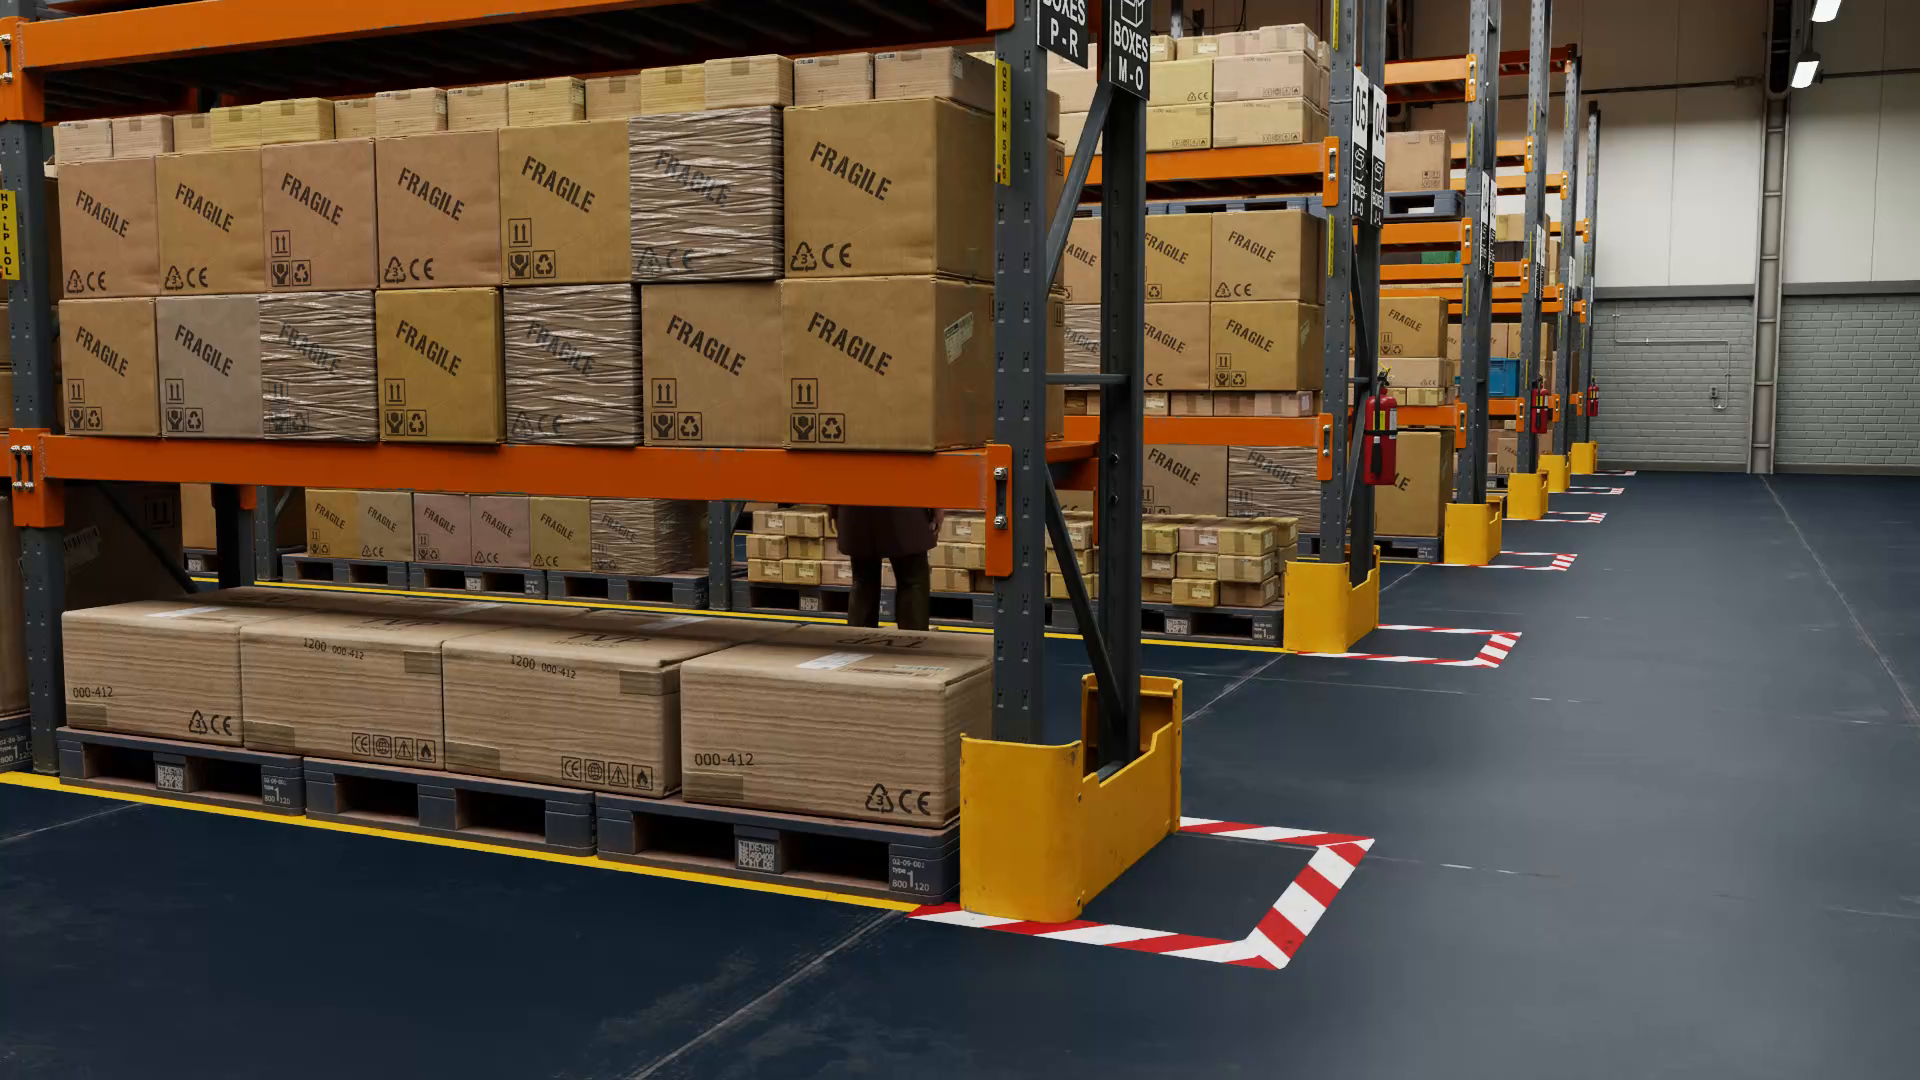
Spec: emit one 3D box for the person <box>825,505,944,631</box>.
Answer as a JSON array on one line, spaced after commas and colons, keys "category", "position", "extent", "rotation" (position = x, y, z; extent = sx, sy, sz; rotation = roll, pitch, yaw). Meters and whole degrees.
[{"category": "person", "position": [-0.379, -0.163, 8.186], "extent": [0.650, 1.773, 0.428], "rotation": [2, 6, 20]}]
